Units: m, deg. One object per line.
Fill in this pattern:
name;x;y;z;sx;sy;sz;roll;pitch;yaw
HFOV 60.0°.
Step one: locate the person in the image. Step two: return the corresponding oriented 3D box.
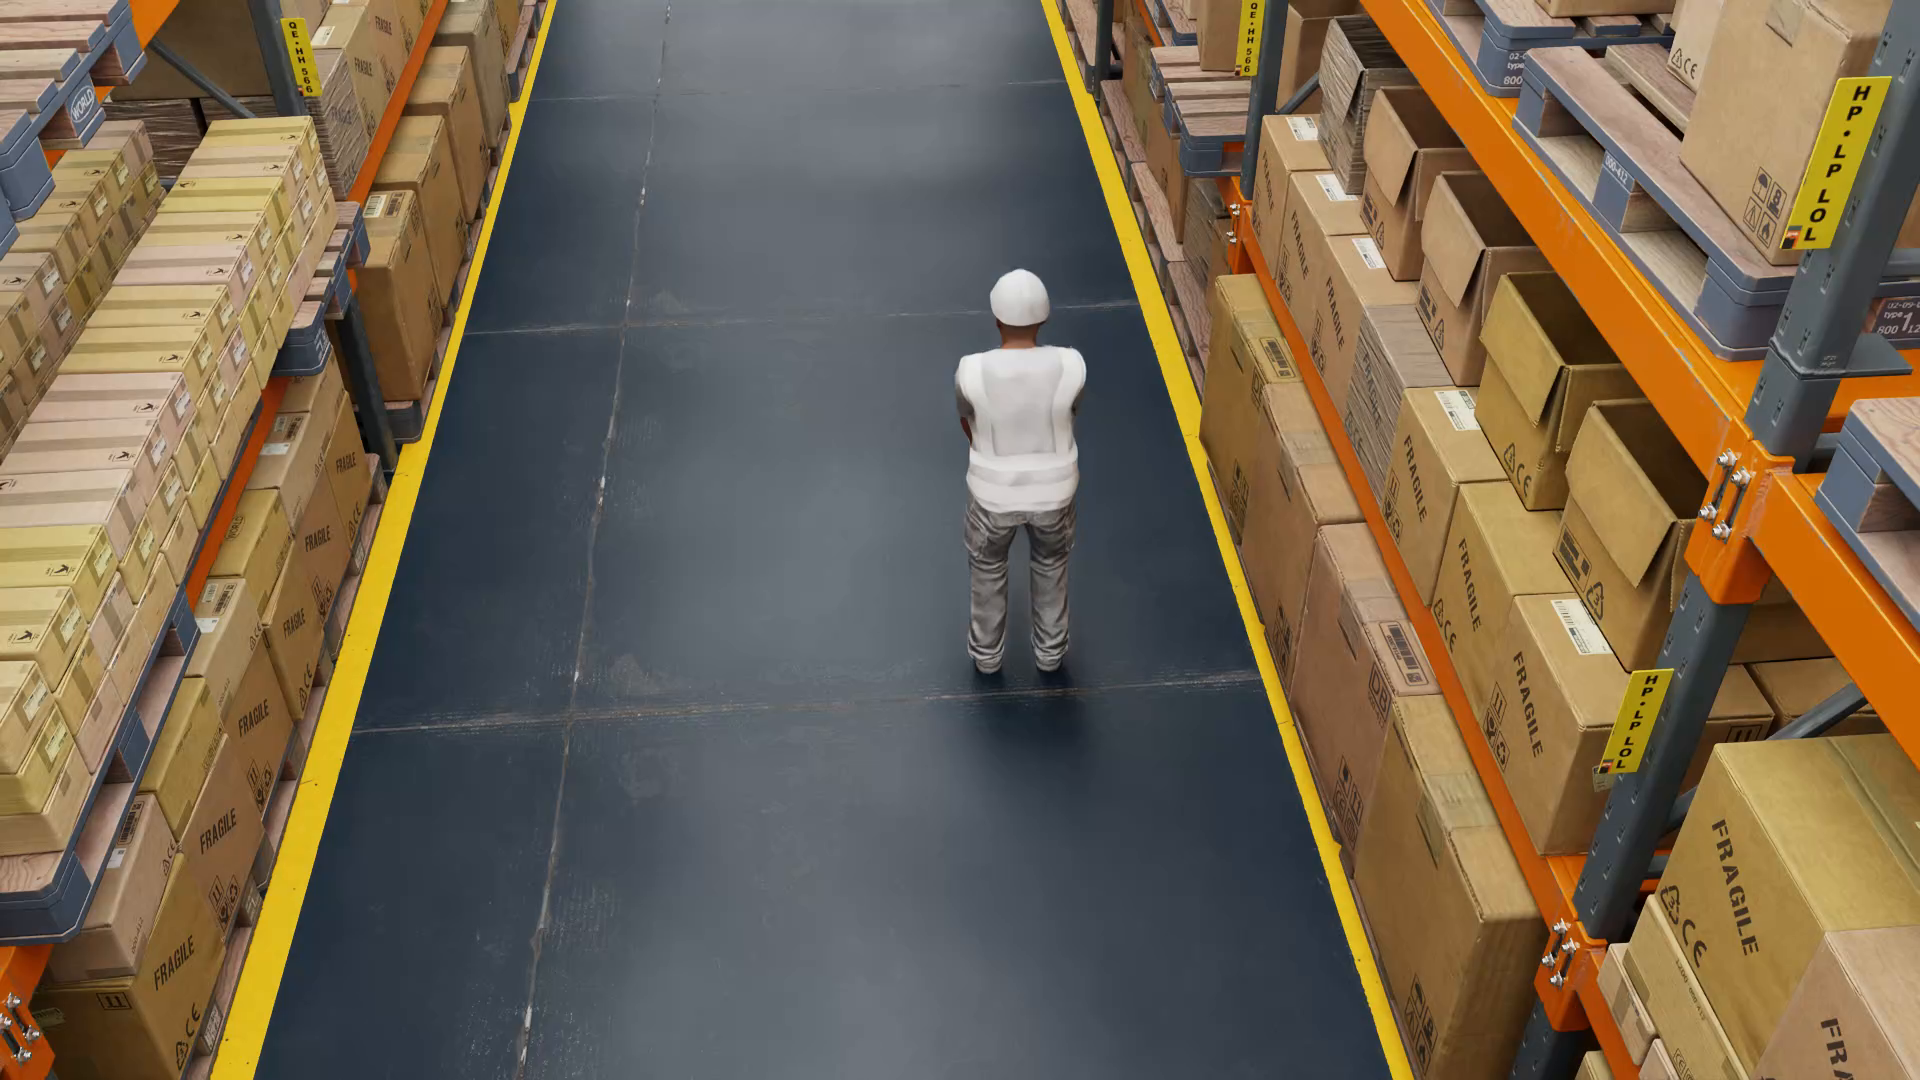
person;0.218;-0.213;6.412;0.618;1.772;0.451;-4;39;-5
